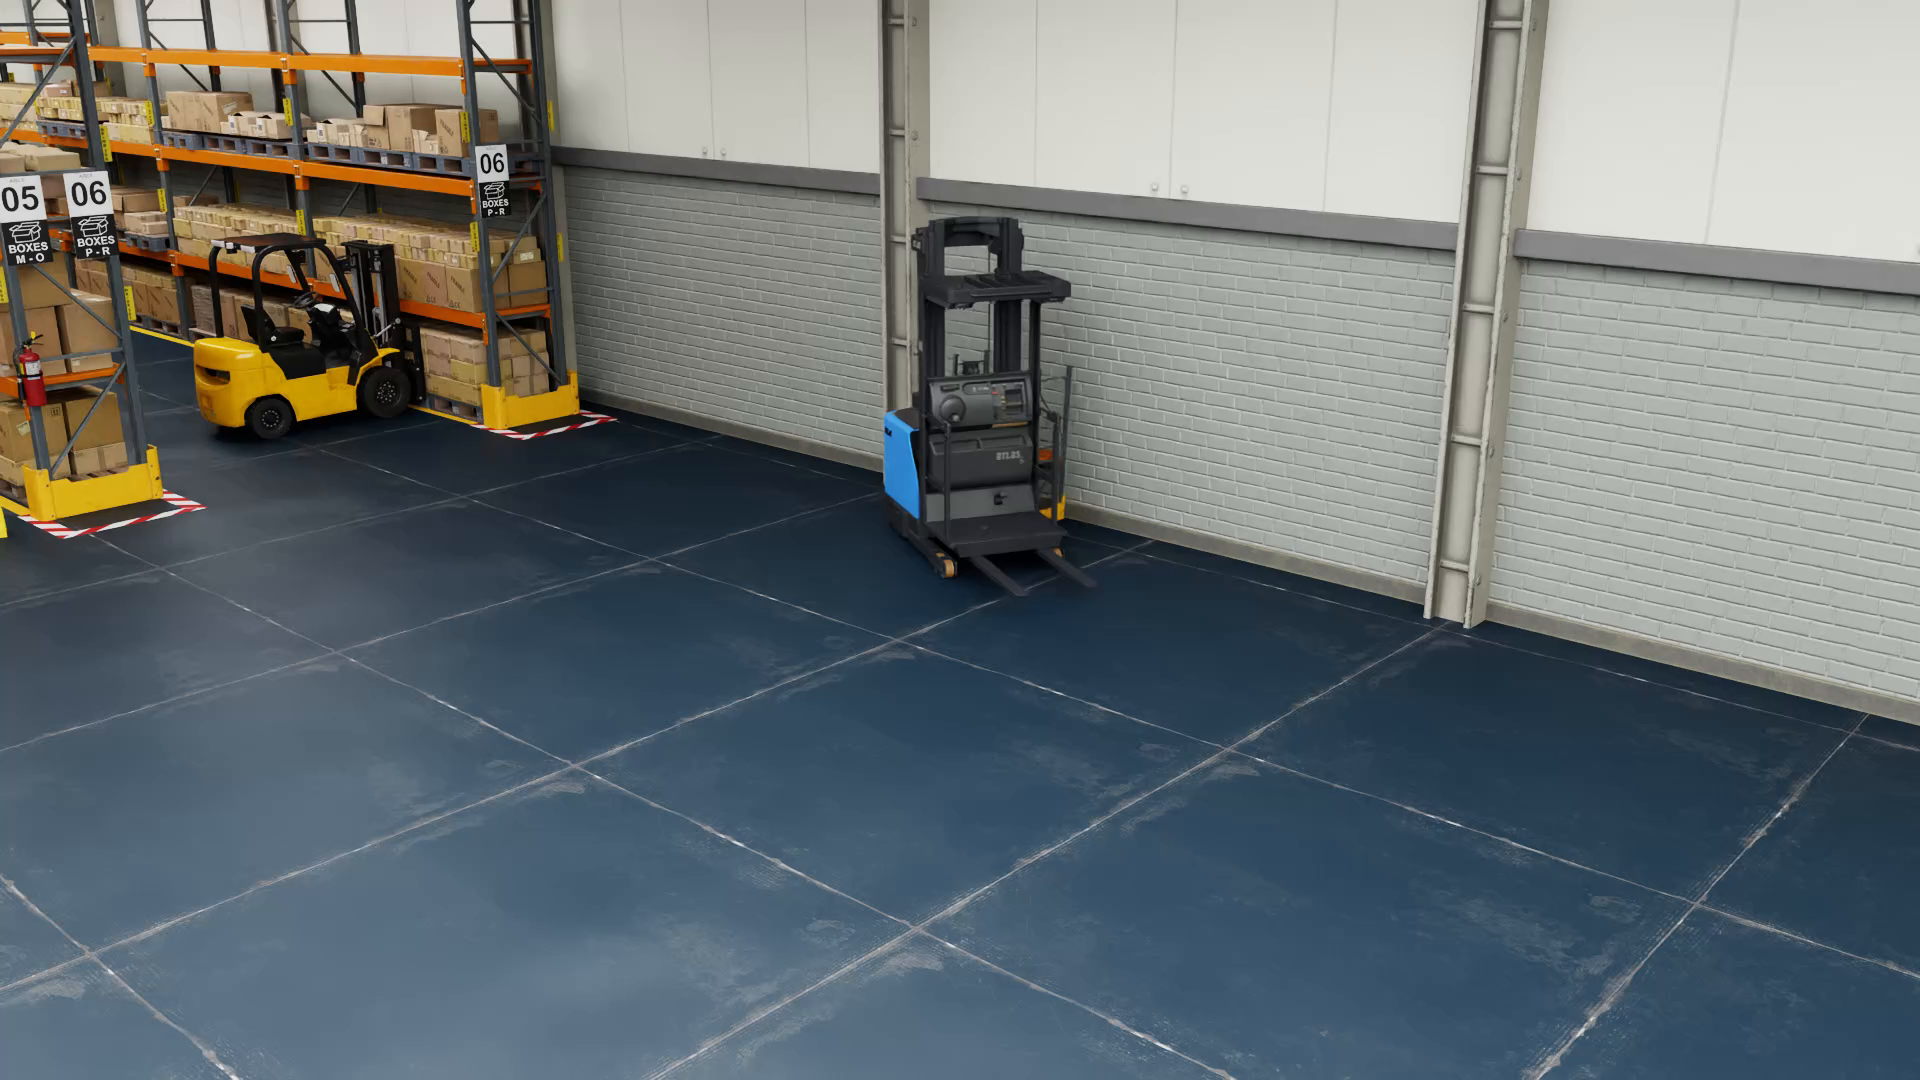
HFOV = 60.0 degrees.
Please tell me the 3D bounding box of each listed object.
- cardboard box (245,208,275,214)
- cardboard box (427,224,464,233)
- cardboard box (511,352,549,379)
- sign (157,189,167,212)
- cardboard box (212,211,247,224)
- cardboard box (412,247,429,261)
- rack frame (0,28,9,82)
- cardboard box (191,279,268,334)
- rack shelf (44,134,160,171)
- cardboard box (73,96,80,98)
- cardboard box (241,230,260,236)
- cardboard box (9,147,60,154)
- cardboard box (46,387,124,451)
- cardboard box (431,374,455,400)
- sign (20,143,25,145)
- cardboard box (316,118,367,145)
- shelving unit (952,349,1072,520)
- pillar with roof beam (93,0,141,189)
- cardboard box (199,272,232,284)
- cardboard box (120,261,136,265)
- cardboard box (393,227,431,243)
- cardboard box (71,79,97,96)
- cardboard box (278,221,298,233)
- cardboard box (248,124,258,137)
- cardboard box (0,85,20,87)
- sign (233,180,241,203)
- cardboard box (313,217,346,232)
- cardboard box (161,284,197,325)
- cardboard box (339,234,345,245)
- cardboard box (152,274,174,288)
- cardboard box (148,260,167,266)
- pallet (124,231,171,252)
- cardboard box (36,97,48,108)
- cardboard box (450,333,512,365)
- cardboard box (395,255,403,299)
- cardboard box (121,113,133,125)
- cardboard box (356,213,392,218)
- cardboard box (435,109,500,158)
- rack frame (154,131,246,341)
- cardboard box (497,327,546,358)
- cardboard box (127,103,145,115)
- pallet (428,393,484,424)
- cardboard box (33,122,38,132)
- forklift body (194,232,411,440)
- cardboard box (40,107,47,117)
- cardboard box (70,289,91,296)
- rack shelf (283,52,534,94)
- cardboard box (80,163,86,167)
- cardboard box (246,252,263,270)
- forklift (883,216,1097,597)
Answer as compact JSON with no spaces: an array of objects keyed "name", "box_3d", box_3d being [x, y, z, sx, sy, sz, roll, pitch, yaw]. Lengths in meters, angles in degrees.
[{"name":"cardboard box","box_3d":[-9.908,-4.620,23.610,0.250,0.149,0.380,15,23,39]},{"name":"cardboard box","box_3d":[-6.346,-3.804,20.548,0.250,0.149,0.380,15,23,40]},{"name":"cardboard box","box_3d":[-5.312,-2.142,20.065,0.500,0.250,0.500,16,23,40]},{"name":"sign","box_3d":[-11.435,-4.868,23.848,0.005,0.325,0.100,15,23,39]},{"name":"cardboard box","box_3d":[-10.218,-4.513,23.273,0.250,0.149,0.380,15,23,40]},{"name":"cardboard box","box_3d":[-6.317,-3.442,19.898,0.250,0.149,0.380,14,22,38]},{"name":"rack frame","box_3d":[-17.066,-8.945,28.558,0.127,3.000,1.000,15,23,39]},{"name":"cardboard box","box_3d":[-10.625,-3.419,24.295,0.625,0.625,0.875,16,24,41]},{"name":"rack shelf","box_3d":[-12.578,-5.967,25.325,4.000,0.370,1.077,15,23,39]},{"name":"cardboard box","box_3d":[-13.772,-6.948,26.289,0.250,0.149,0.380,15,23,39]},{"name":"cardboard box","box_3d":[-9.395,-4.089,22.597,0.500,0.250,0.500,16,23,40]},{"name":"cardboard box","box_3d":[-9.004,-3.735,16.198,0.250,0.149,0.380,15,23,39]},{"name":"cardboard box","box_3d":[-8.829,-1.225,16.763,0.500,0.500,0.500,14,22,37]},{"name":"cardboard box","box_3d":[-6.025,-1.887,20.089,0.500,0.250,0.500,15,23,39]},{"name":"sign","box_3d":[-16.682,-6.909,29.626,0.005,0.325,0.100,15,23,39]},{"name":"cardboard box","box_3d":[-7.630,-5.089,20.655,0.500,0.311,0.500,16,23,40]},{"name":"shelving unit","box_3d":[0.442,-0.977,15.843,1.083,1.500,0.587,16,20,39]},{"name":"pillar with roof beam","box_3d":[-16.854,-7.511,24.041,0.400,9.000,9.100,15,23,39]},{"name":"cardboard box","box_3d":[-11.265,-3.972,25.173,0.250,0.149,0.380,17,24,42]},{"name":"cardboard box","box_3d":[-13.148,-4.270,26.112,0.250,0.149,0.380,15,23,39]},{"name":"cardboard box","box_3d":[-6.658,-3.702,20.227,0.250,0.149,0.380,15,23,40]},{"name":"cardboard box","box_3d":[-13.800,-7.133,26.188,0.258,0.266,0.396,15,23,38]},{"name":"cardboard box","box_3d":[-8.846,-4.160,22.161,0.250,0.149,0.380,15,23,39]},{"name":"cardboard box","box_3d":[-9.114,-5.386,21.858,0.250,0.149,0.380,15,23,39]},{"name":"cardboard box","box_3d":[-15.760,-7.373,27.495,0.500,0.250,0.500,16,24,41]},{"name":"sign","box_3d":[-10.716,-5.157,24.627,0.005,0.325,0.100,15,23,39]},{"name":"cardboard box","box_3d":[-8.049,-4.043,21.302,0.250,0.149,0.380,16,23,40]},{"name":"cardboard box","box_3d":[-11.541,-3.524,24.833,0.500,0.500,0.500,16,24,41]},{"name":"cardboard box","box_3d":[-7.618,-3.811,21.063,0.250,0.149,0.380,15,23,39]},{"name":"cardboard box","box_3d":[-11.844,-3.886,24.903,0.250,0.149,0.380,14,22,36]},{"name":"cardboard box","box_3d":[-12.611,-4.341,26.335,0.250,0.149,0.380,15,23,40]},{"name":"pallet","box_3d":[-11.636,-4.508,24.812,1.003,0.211,1.213,15,23,39]},{"name":"cardboard box","box_3d":[-14.142,-6.822,25.894,0.250,0.149,0.380,16,24,41]},{"name":"cardboard box","box_3d":[-5.650,-2.261,19.613,0.500,0.250,0.500,16,24,41]},{"name":"cardboard box","box_3d":[-6.790,-3.267,20.421,0.500,0.500,0.500,15,23,40]},{"name":"cardboard box","box_3d":[-12.082,-6.199,24.454,0.250,0.149,0.380,15,23,39]},{"name":"cardboard box","box_3d":[-7.651,-4.179,21.729,0.250,0.149,0.380,15,23,39]},{"name":"cardboard box","box_3d":[-5.591,-4.632,18.902,0.500,0.500,0.500,16,24,41]},{"name":"rack frame","box_3d":[-11.082,-4.479,24.404,0.127,3.000,1.000,15,23,39]},{"name":"cardboard box","box_3d":[-5.332,-2.378,19.983,0.500,0.250,0.500,15,23,38]},{"name":"cardboard box","box_3d":[-11.895,-6.290,24.248,0.250,0.149,0.380,14,22,37]},{"name":"pallet","box_3d":[-5.698,-1.688,20.219,1.213,0.211,1.003,15,23,39]},{"name":"cardboard box","box_3d":[-14.539,-6.597,26.536,0.250,0.149,0.380,15,23,39]},{"name":"forklift body","box_3d":[-7.728,-2.436,19.370,1.214,2.155,2.313,15,23,39]},{"name":"cardboard box","box_3d":[-14.114,-6.690,25.968,0.250,0.149,0.380,15,23,40]},{"name":"cardboard box","box_3d":[-8.950,-2.199,16.565,0.500,0.500,0.500,16,24,41]},{"name":"rack shelf","box_3d":[-6.595,-5.600,19.870,4.000,0.370,1.077,15,23,39]},{"name":"cardboard box","box_3d":[-15.011,-6.069,27.931,0.500,0.500,0.500,14,23,38]},{"name":"cardboard box","box_3d":[-9.372,-3.853,22.679,0.500,0.250,0.500,15,23,40]},{"name":"forklift","box_3d":[0.262,-1.207,14.206,1.130,2.935,3.031,-6,19,-19]}]
